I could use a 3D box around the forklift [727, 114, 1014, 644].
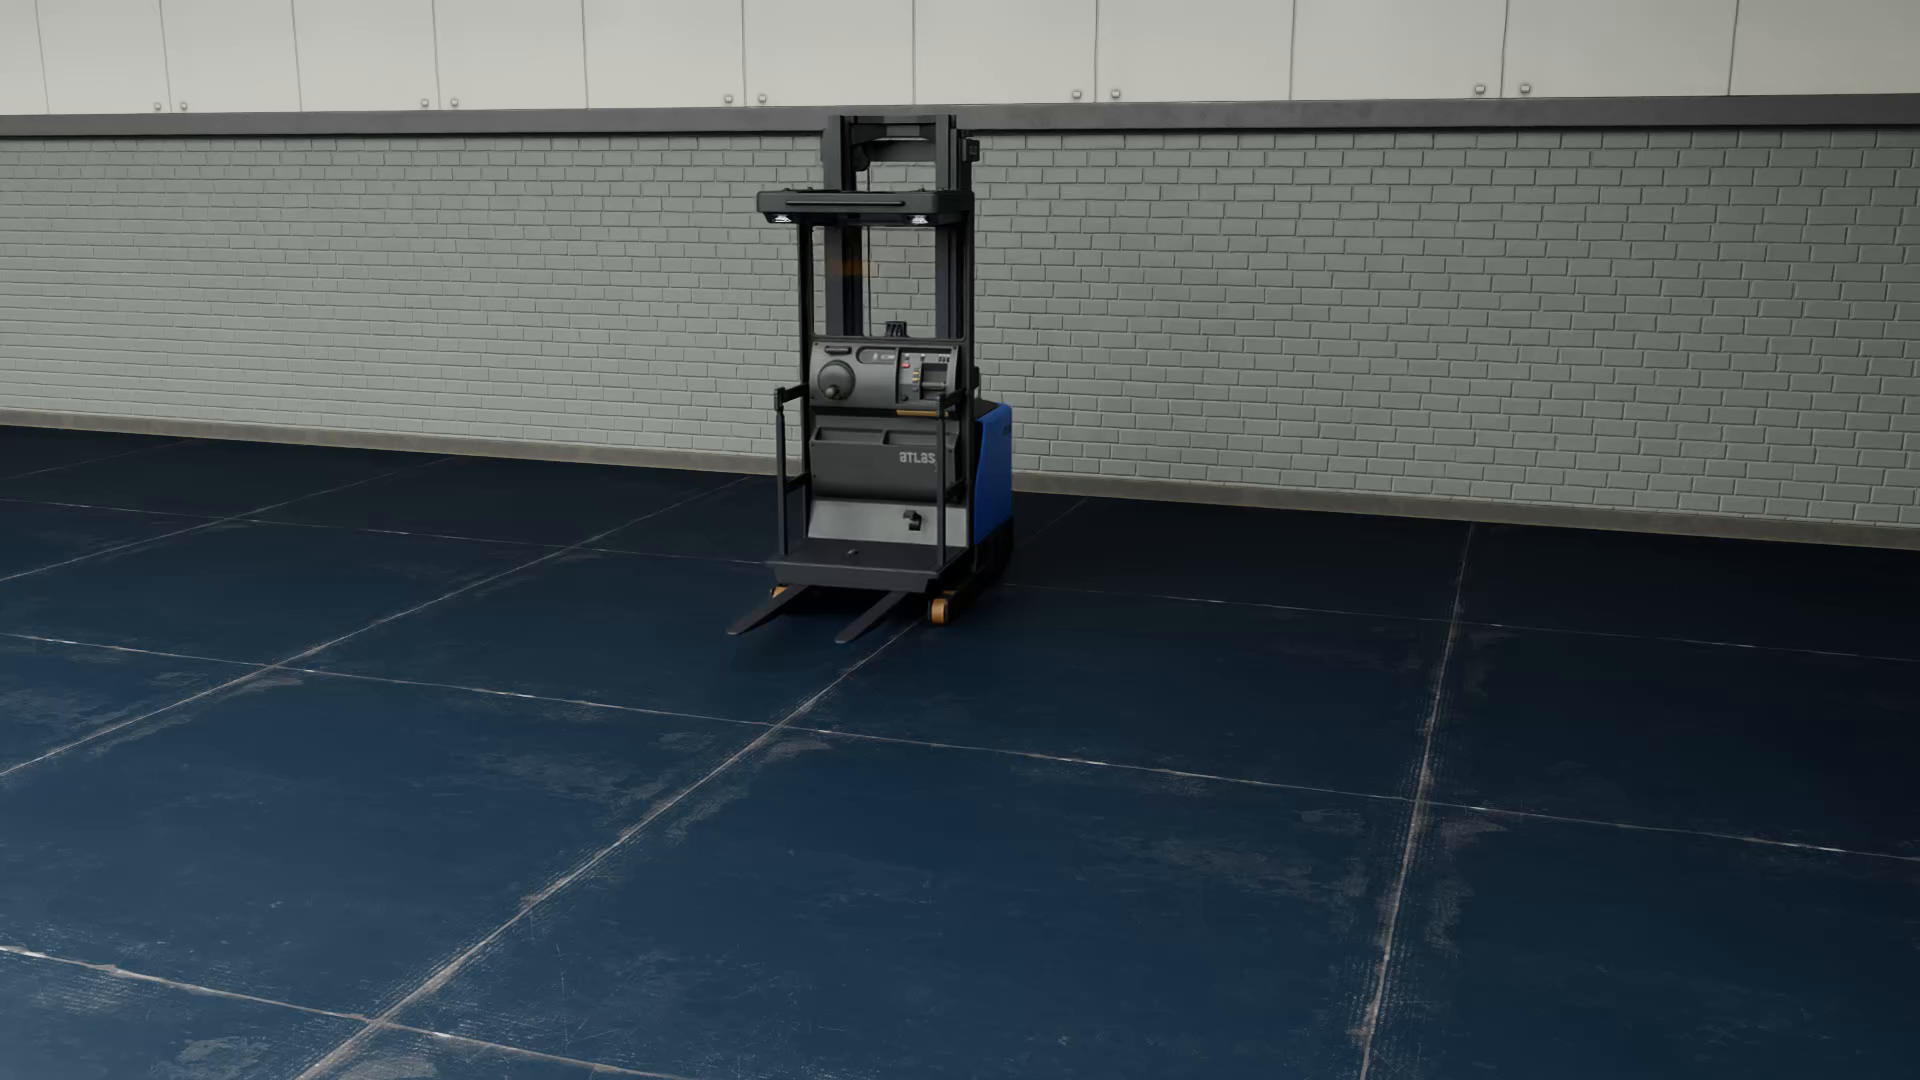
[{"bbox_3d":[-0.516,-1.023,9.882,1.130,2.935,3.031,3,13,15],"label":"forklift"}]

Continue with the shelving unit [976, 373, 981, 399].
[{"bbox_3d":[0.005,-0.588,11.868,0.258,1.200,0.189,4,14,18],"label":"shelving unit"}]

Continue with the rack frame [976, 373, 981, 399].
[{"bbox_3d":[0.034,-0.607,11.952,0.240,1.200,0.006,4,14,18],"label":"rack frame"}]
